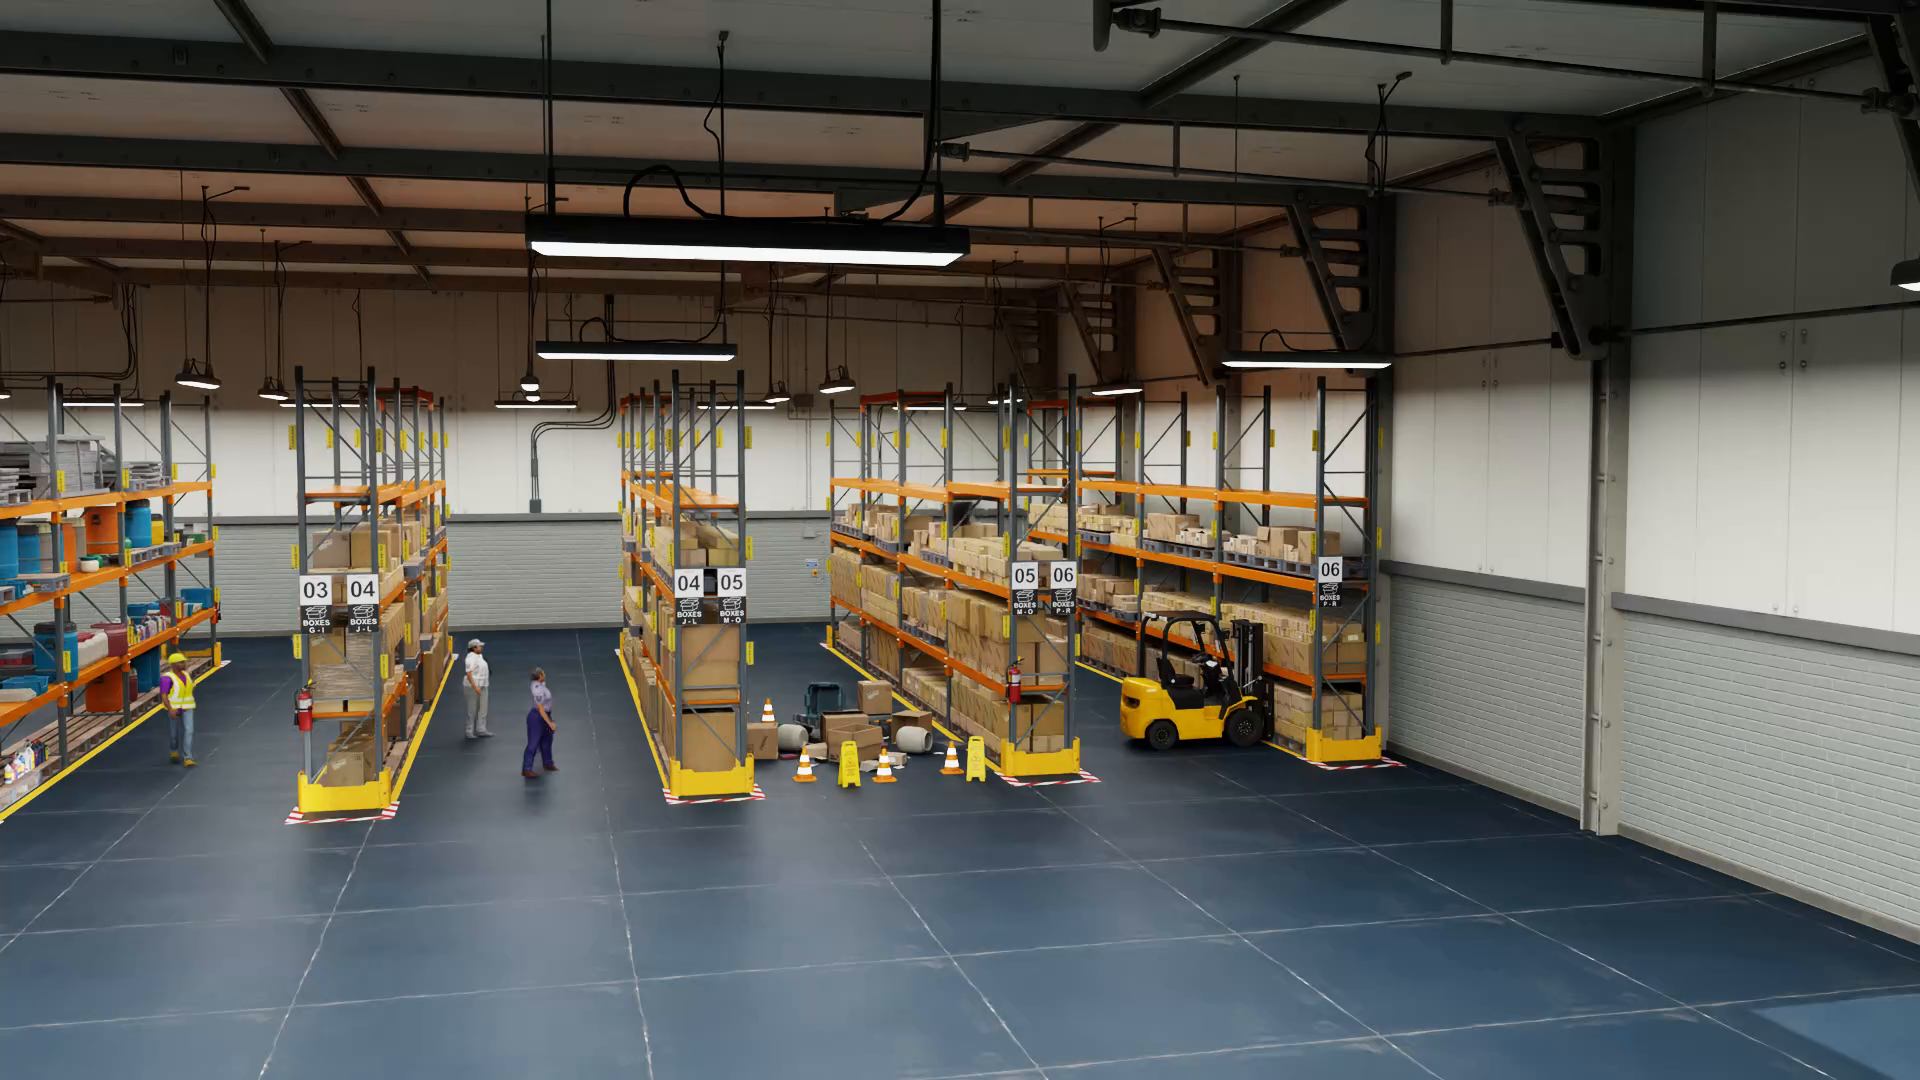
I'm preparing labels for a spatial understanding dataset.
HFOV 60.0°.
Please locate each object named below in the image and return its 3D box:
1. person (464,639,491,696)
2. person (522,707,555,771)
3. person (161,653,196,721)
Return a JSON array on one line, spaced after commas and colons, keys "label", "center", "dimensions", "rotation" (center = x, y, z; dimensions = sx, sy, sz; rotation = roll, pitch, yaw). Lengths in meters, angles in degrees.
[{"label": "person", "center": [-8.126, 2.161, 28.034], "dimensions": [0.450, 0.972, 0.519], "rotation": [2, 4, 26]}, {"label": "person", "center": [-6.341, 2.961, 24.998], "dimensions": [0.413, 0.954, 0.541], "rotation": [0, 3, -3]}, {"label": "person", "center": [-12.064, 2.288, 25.646], "dimensions": [0.487, 1.071, 0.687], "rotation": [-2, 4, -27]}]
